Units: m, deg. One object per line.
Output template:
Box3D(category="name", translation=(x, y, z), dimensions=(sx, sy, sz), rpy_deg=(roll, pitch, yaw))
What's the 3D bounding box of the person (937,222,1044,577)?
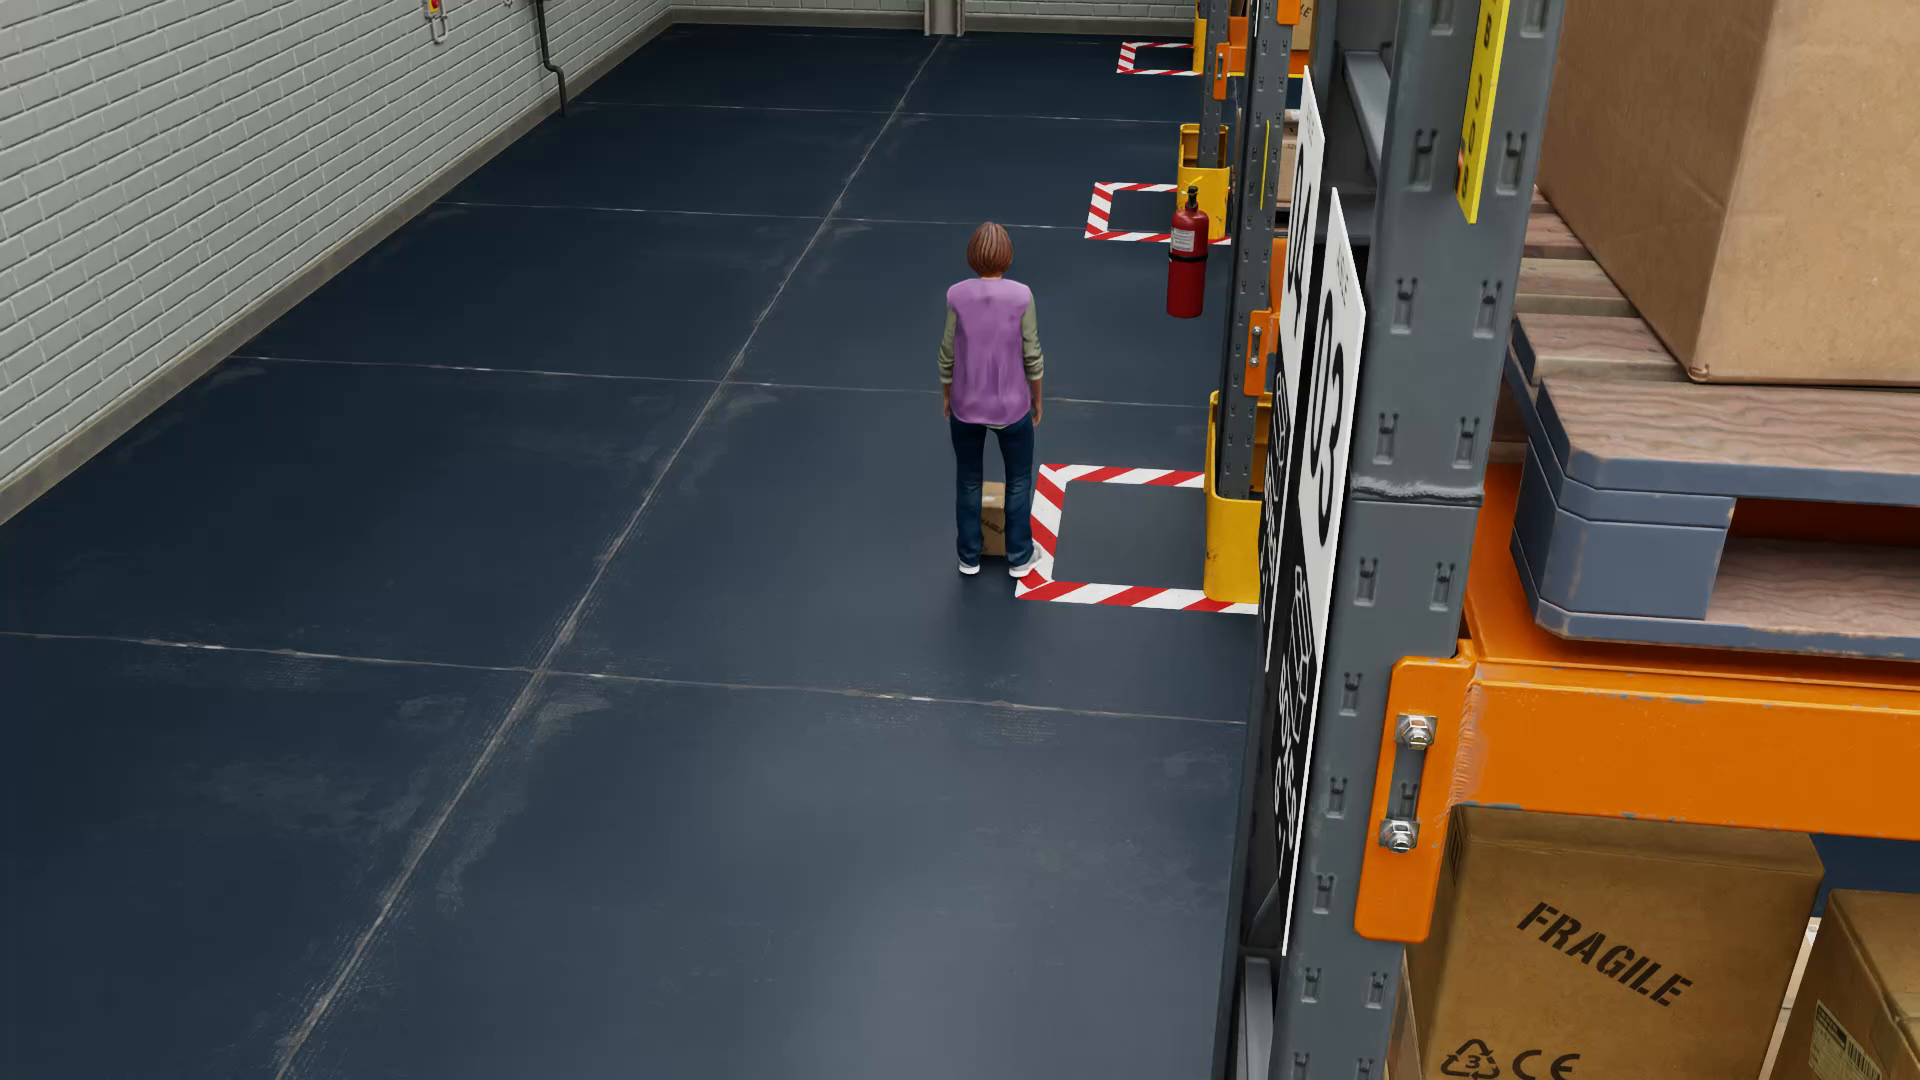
Box3D(category="person", translation=(0.135, -0.572, 7.176), dimensions=(0.462, 1.592, 0.339), rpy_deg=(4, 29, 8))
